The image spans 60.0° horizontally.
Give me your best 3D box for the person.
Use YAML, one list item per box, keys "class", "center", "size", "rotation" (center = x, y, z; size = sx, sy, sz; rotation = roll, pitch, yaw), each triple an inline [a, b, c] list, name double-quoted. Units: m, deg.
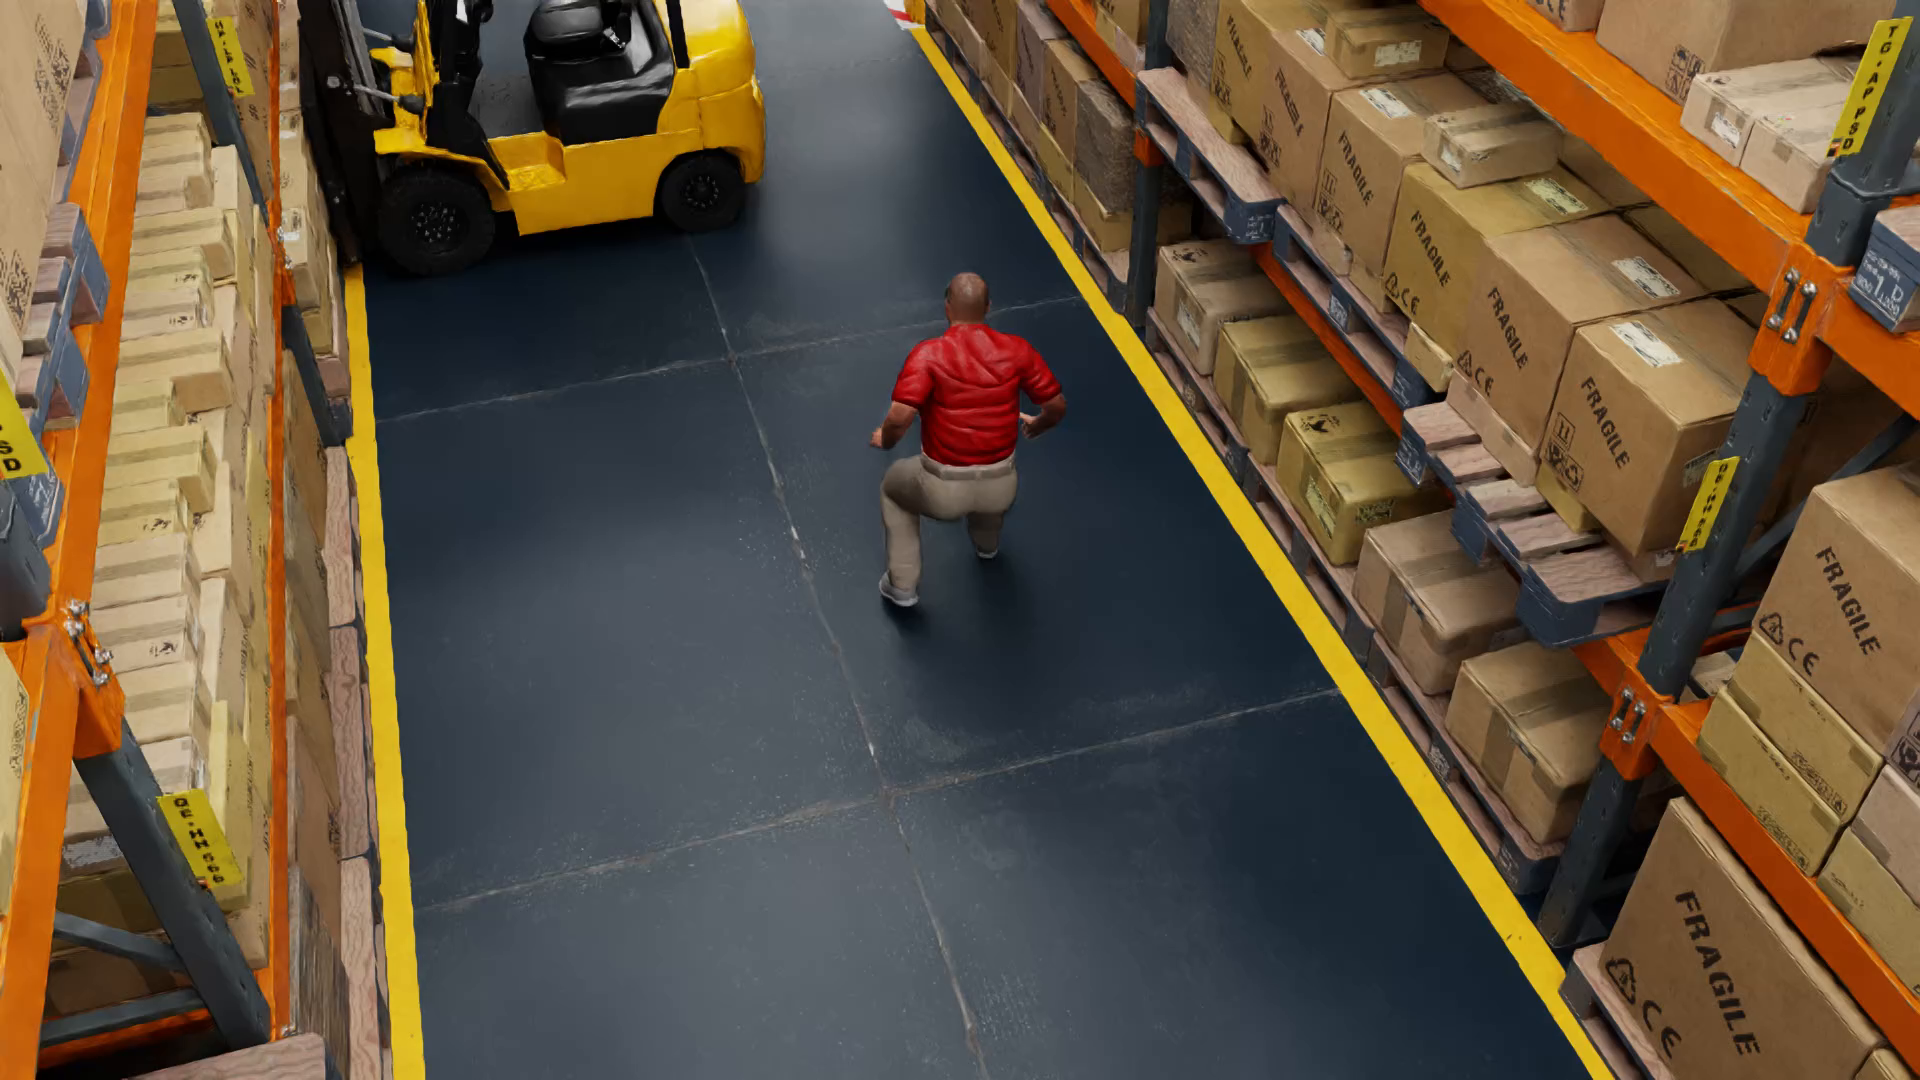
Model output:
- class: "person"
  center: [-0.008, -0.421, 6.760]
  size: [0.756, 1.544, 0.783]
  rotation: [-10, 43, -11]
